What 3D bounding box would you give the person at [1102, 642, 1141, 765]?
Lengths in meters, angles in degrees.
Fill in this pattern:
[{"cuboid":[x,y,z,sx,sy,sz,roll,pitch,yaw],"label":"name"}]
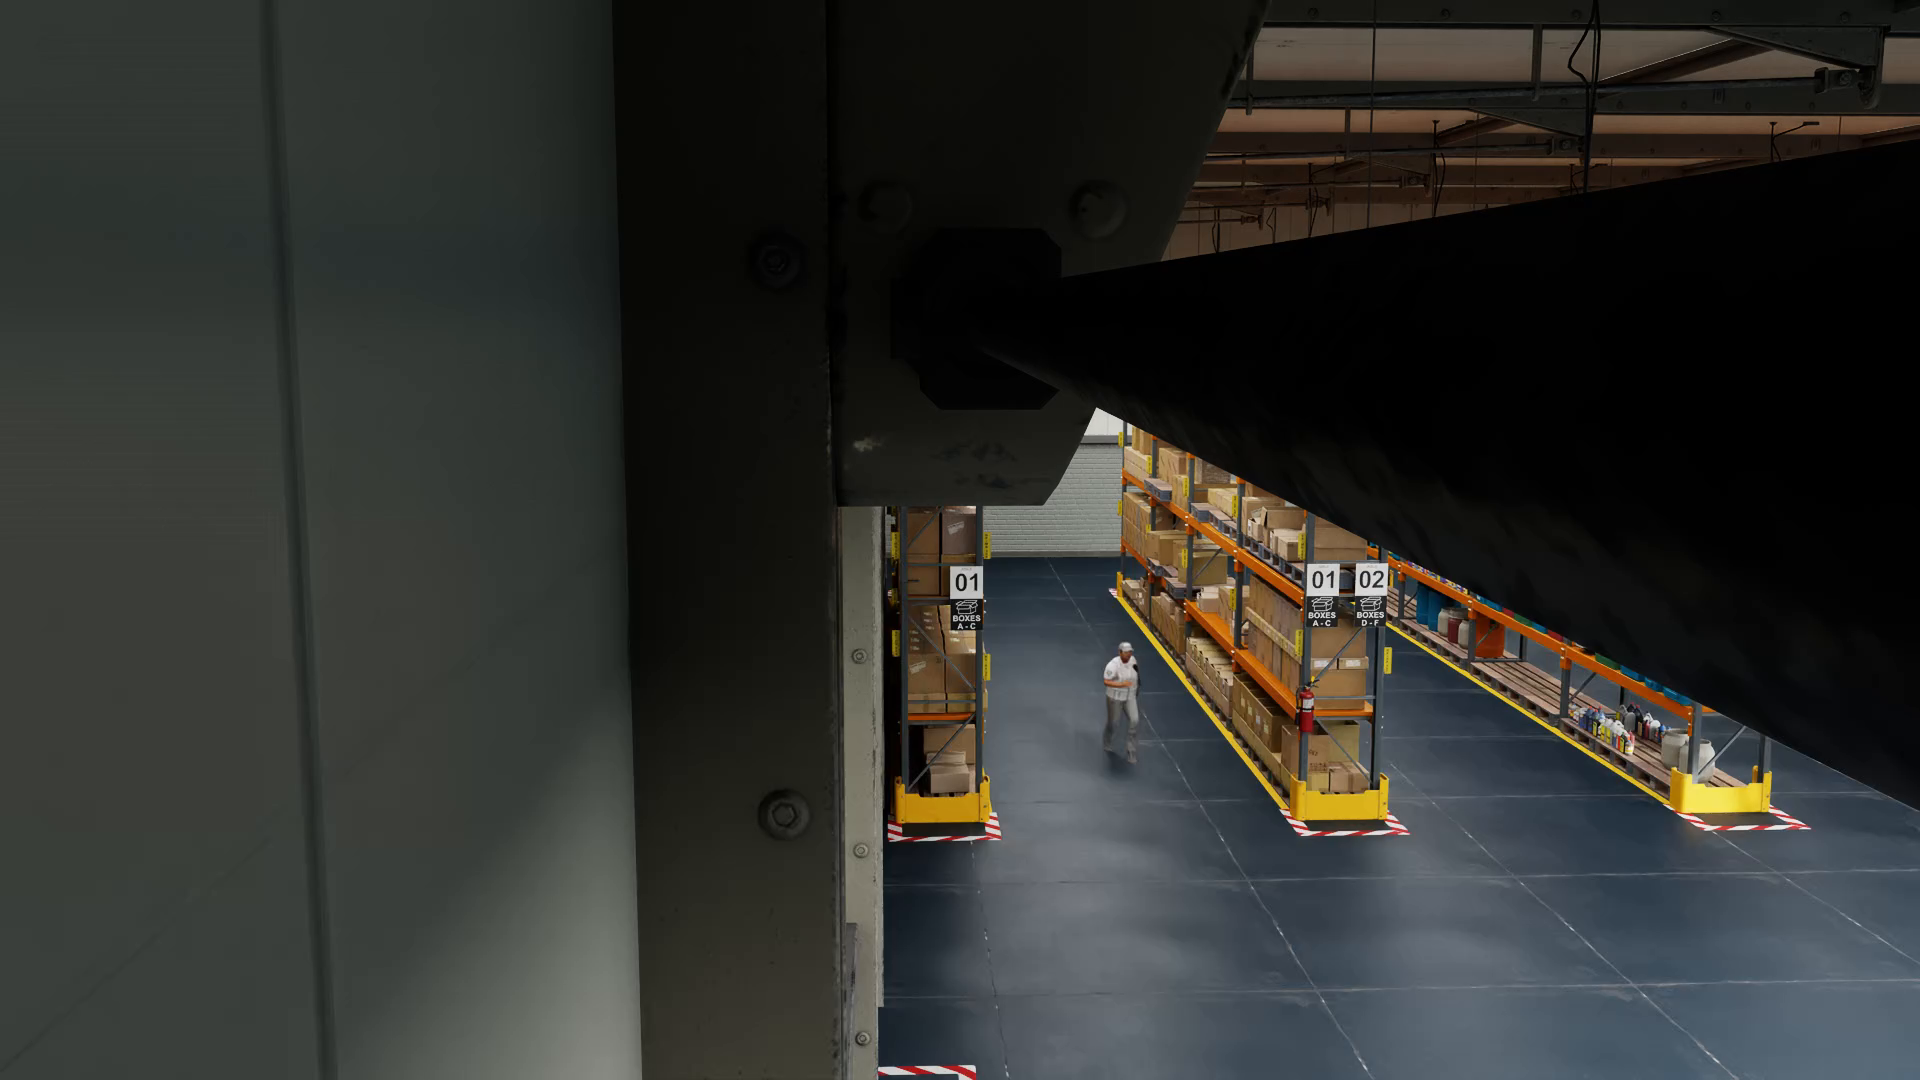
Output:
[{"cuboid":[2.247,2.250,23.381,0.627,1.712,0.870,-4,9,-24],"label":"person"}]
